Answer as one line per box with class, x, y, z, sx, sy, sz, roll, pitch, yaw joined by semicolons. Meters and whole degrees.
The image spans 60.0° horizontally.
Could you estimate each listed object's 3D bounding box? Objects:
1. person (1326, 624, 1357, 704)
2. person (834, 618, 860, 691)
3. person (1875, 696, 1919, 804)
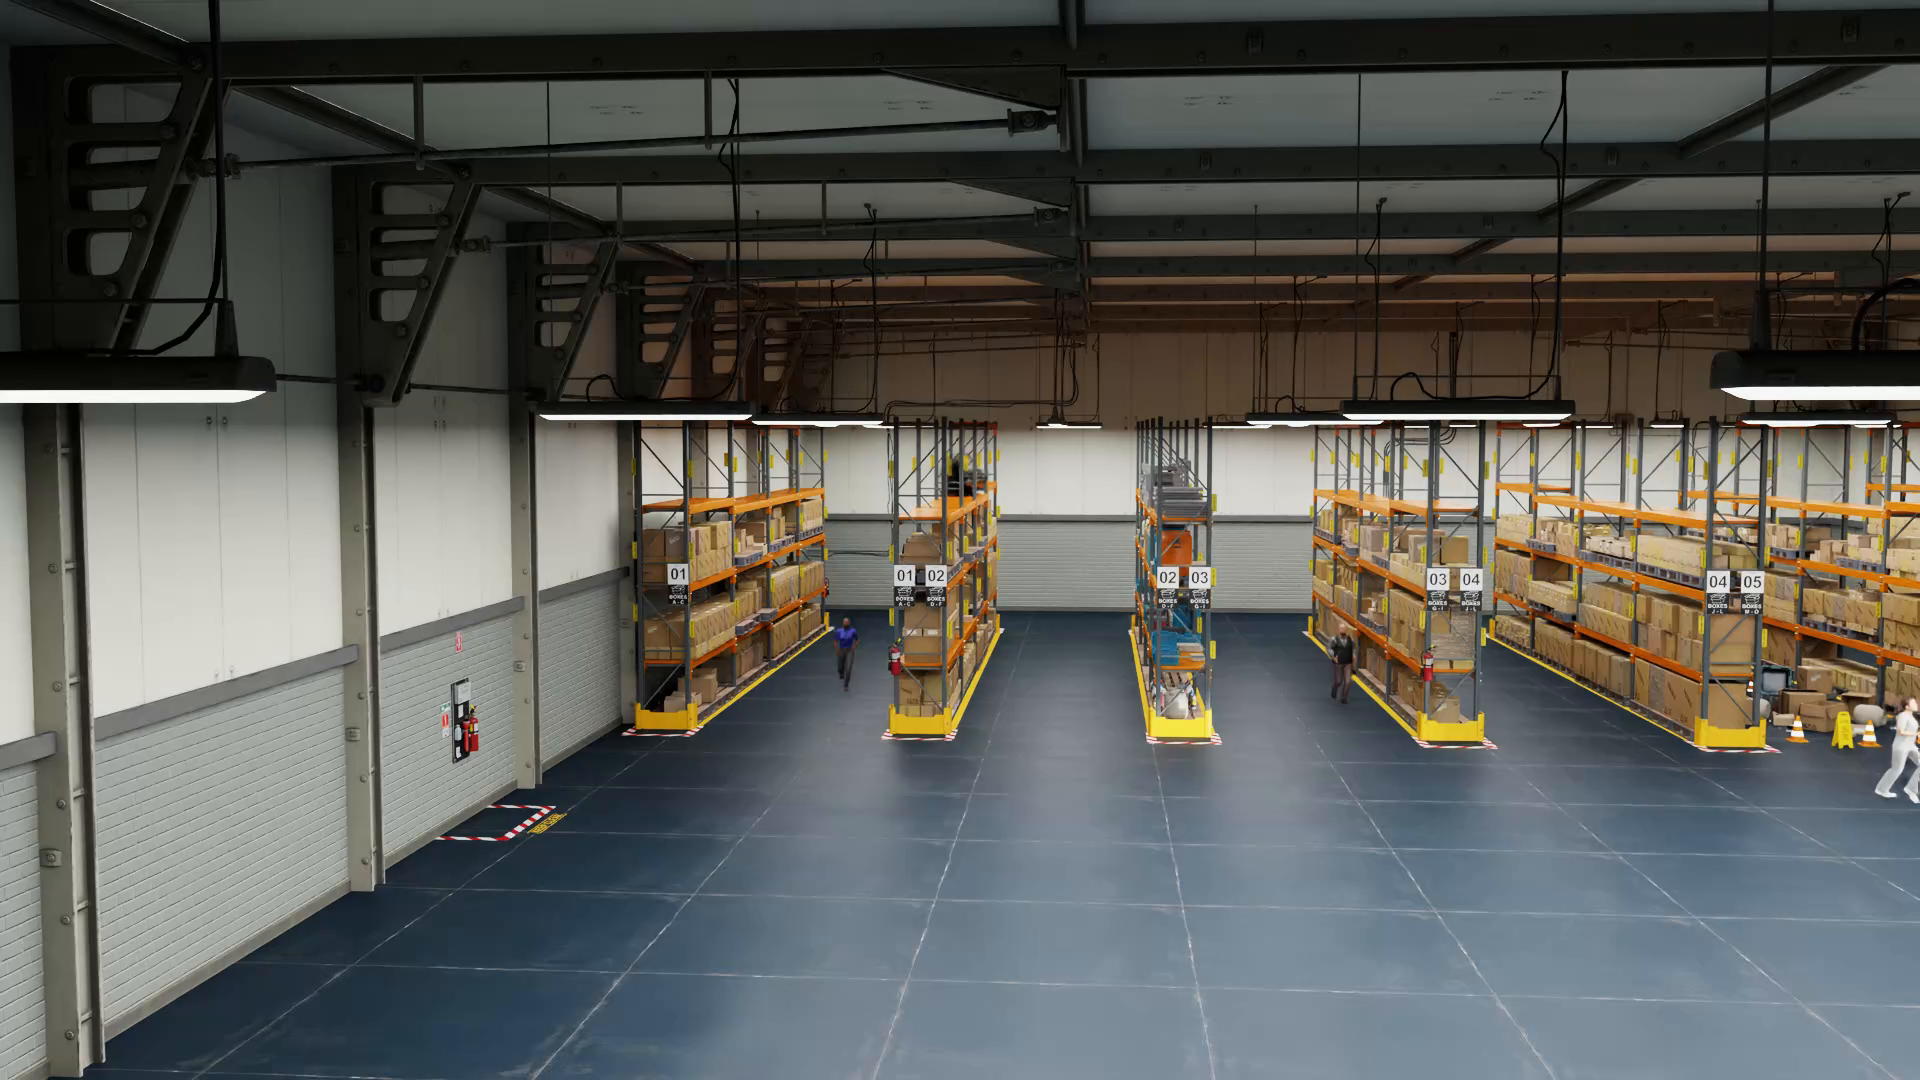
person;8.050;2.601;34.986;0.658;1.670;0.609;0;4;-2
person;-2.522;2.529;36.991;0.573;1.603;0.742;0;4;0
person;14.509;3.226;25.612;0.550;1.677;0.757;-3;5;-39
